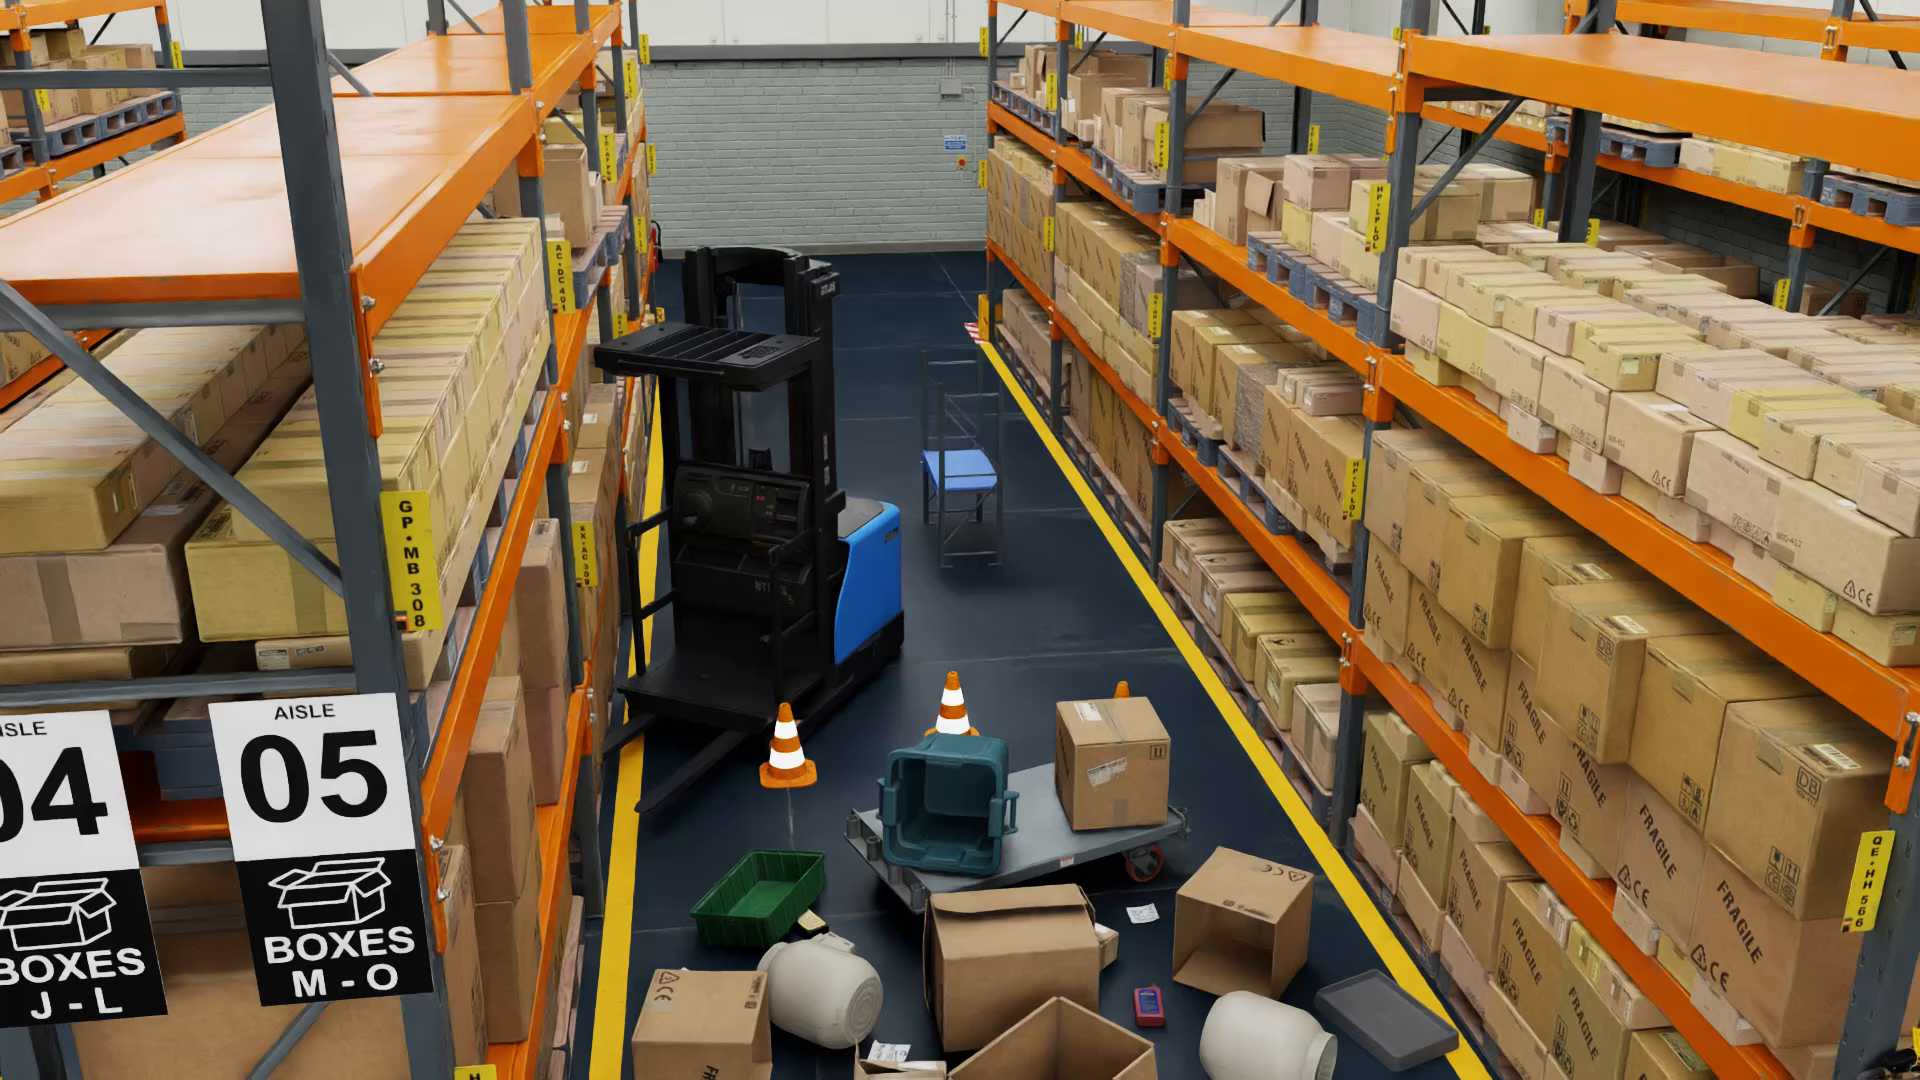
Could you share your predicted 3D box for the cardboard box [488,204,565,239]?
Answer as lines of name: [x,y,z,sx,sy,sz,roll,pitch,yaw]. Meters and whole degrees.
cardboard box: [-2.390,-1.704,9.153,0.396,0.266,0.258,-3,21,-8]

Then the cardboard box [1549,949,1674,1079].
cardboard box: [2.678,1.936,6.504,0.500,0.500,0.500,-2,21,-6]

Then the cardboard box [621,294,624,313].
cardboard box: [-3.192,-2.091,14.787,0.380,0.149,0.250,-3,21,-7]

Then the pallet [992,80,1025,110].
pallet: [0.941,-5.006,18.673,1.003,0.211,1.213,-3,21,-8]

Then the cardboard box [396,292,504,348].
cardboard box: [-1.742,-0.728,5.567,0.380,0.149,0.250,-3,21,-7]

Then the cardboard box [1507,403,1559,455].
cardboard box: [2.455,-0.461,6.734,0.380,0.149,0.250,-3,21,-9]

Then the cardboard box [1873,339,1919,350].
cardboard box: [6.795,-1.336,11.937,0.380,0.149,0.250,-3,21,-7]

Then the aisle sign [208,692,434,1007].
aisle sign: [-1.446,0.717,3.794,0.394,0.787,0.004,-3,21,-8]

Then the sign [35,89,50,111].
sign: [-7.870,-3.840,14.234,0.100,0.325,0.005,-3,21,-8]

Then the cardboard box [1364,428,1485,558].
cardboard box: [2.403,-0.236,8.063,0.700,0.500,0.500,-3,21,-8]

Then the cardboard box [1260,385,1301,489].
cardboard box: [2.119,-0.626,9.937,0.500,0.500,0.500,-2,21,-6]

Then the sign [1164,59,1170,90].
sign: [1.936,-4.340,15.572,0.100,0.325,0.005,-3,21,-8]

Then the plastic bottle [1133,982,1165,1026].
plastic bottle: [0.884,2.174,7.809,0.133,0.061,0.283,1,20,2]

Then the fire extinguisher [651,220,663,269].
fire extinguisher: [-3.639,-3.514,19.481,0.296,0.674,0.183,-3,21,-8]

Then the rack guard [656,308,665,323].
rack guard: [-4.049,-2.417,19.473,1.175,0.500,0.348,-3,21,-8]

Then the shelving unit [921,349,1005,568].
shelving unit: [0.012,-0.673,13.375,0.538,1.500,1.048,-3,21,-8]

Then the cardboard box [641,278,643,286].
cardboard box: [-3.438,-2.680,16.963,0.380,0.149,0.250,-2,21,-5]

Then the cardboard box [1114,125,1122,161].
cardboard box: [1.432,-3.127,13.107,0.396,0.266,0.258,-3,21,-9]

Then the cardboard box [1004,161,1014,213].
cardboard box: [0.775,-3.877,18.238,0.500,0.500,0.500,-3,21,-8]

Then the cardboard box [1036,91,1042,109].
cardboard box: [0.954,-4.342,16.382,0.380,0.149,0.250,-2,21,-6]

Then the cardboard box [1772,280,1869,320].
cardboard box: [6.969,-1.811,13.533,0.500,0.500,0.500,-2,21,-5]

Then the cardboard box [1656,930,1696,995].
cardboard box: [2.703,1.468,5.858,0.380,0.149,0.250,-3,21,-9]

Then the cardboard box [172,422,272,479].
cardboard box: [-2.172,-0.121,4.512,0.500,0.250,0.500,-3,21,-8]

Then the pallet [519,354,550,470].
pallet: [-2.222,-0.539,6.713,1.003,0.211,1.213,-3,21,-8]

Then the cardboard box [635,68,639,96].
cardboard box: [-3.667,-4.860,17.654,0.500,0.250,0.500,-3,21,-9]

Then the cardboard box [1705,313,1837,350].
cardboard box: [3.134,-0.775,6.435,0.380,0.149,0.250,-3,21,-7]

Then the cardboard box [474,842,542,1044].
cardboard box: [-1.909,1.339,5.629,0.875,0.550,0.550,-3,21,-8]

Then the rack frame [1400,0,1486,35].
rack frame: [5.735,-6.961,19.493,1.000,3.000,0.127,-3,21,-8]

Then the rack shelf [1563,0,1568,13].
rack shelf: [6.024,-5.930,17.765,1.077,0.370,4.000,-3,21,-8]

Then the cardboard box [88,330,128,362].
cardboard box: [-8.422,-1.448,15.743,0.875,0.875,0.875,-3,21,-8]

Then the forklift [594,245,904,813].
forklift: [-1.440,-0.207,10.081,1.130,2.935,3.031,9,22,22]

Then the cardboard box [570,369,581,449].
cardboard box: [-2.701,-0.851,10.136,0.700,0.500,0.500,-3,21,-9]

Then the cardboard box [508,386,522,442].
cardboard box: [-1.776,-0.440,5.935,0.380,0.149,0.250,-3,21,-8]

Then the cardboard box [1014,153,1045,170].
cardboard box: [0.783,-4.042,17.753,0.380,0.149,0.250,-3,21,-9]

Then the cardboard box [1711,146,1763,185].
cardboard box: [6.501,-3.055,13.536,0.500,0.250,0.500,-3,21,-8]

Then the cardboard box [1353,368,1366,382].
cardboard box: [2.578,-0.983,9.965,0.380,0.149,0.250,-2,21,-5]

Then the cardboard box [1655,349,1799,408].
cardboard box: [2.710,-0.569,5.884,0.380,0.149,0.250,-4,21,-9]

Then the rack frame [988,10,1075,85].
rack frame: [0.824,-6.709,18.819,1.000,3.000,0.127,-3,21,-8]

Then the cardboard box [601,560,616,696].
cardboard box: [-2.778,0.531,10.624,1.050,0.750,0.750,-3,21,-7]

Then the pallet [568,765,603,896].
pallet: [-2.516,1.583,9.175,1.003,0.211,1.213,-3,21,-8]

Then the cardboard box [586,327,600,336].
cardboard box: [-2.823,-1.465,12.260,0.380,0.149,0.250,-3,21,-9]

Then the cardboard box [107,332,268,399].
cardboard box: [-2.321,-0.519,5.008,0.380,0.149,0.250,-3,21,-9]

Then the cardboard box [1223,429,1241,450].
cardboard box: [1.973,-0.714,11.099,0.380,0.149,0.250,-2,21,-5]

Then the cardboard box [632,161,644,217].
cardboard box: [-3.511,-3.585,17.031,0.500,0.500,0.500,-4,21,-10]

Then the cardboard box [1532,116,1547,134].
cardboard box: [5.968,-4.163,16.647,0.380,0.149,0.250,-3,21,-8]

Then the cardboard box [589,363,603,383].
cardboard box: [-2.778,-1.240,12.084,0.380,0.149,0.250,-2,21,-5]

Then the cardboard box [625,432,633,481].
cardboard box: [-2.840,-0.648,13.065,0.500,0.250,0.500,-3,21,-8]

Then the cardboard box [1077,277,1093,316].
cardboard box: [1.334,-2.156,14.702,0.500,0.250,0.500,-3,21,-7]

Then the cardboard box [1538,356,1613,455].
cardboard box: [2.564,-0.526,6.338,0.500,0.250,0.500,-3,21,-7]

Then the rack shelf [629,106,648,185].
rack shelf: [-3.771,-3.990,16.853,1.077,0.370,4.000,-3,21,-8]

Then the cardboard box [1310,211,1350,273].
cardboard box: [2.258,-1.646,9.164,0.500,0.250,0.500,-3,21,-7]

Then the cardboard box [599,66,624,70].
cardboard box: [-3.427,-4.556,16.270,0.380,0.149,0.250,-2,21,-5]

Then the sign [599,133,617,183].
sign: [-2.356,-2.554,11.128,0.100,0.325,0.005,-3,21,-8]

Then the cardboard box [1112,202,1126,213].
cardboard box: [1.713,-2.887,15.588,0.500,0.500,0.500,-2,21,-6]

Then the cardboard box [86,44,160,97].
cardboard box: [-8.854,-4.917,17.422,0.700,0.500,0.500,-4,21,-11]

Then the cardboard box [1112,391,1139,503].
cardboard box: [1.835,-0.883,14.230,0.875,0.875,0.875,-3,21,-7]

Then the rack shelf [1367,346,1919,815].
rack shelf: [2.842,-0.120,6.491,1.077,0.370,4.000,-3,21,-8]

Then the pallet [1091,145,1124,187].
pallet: [1.668,-3.053,13.587,1.003,0.211,1.213,-2,21,-5]
